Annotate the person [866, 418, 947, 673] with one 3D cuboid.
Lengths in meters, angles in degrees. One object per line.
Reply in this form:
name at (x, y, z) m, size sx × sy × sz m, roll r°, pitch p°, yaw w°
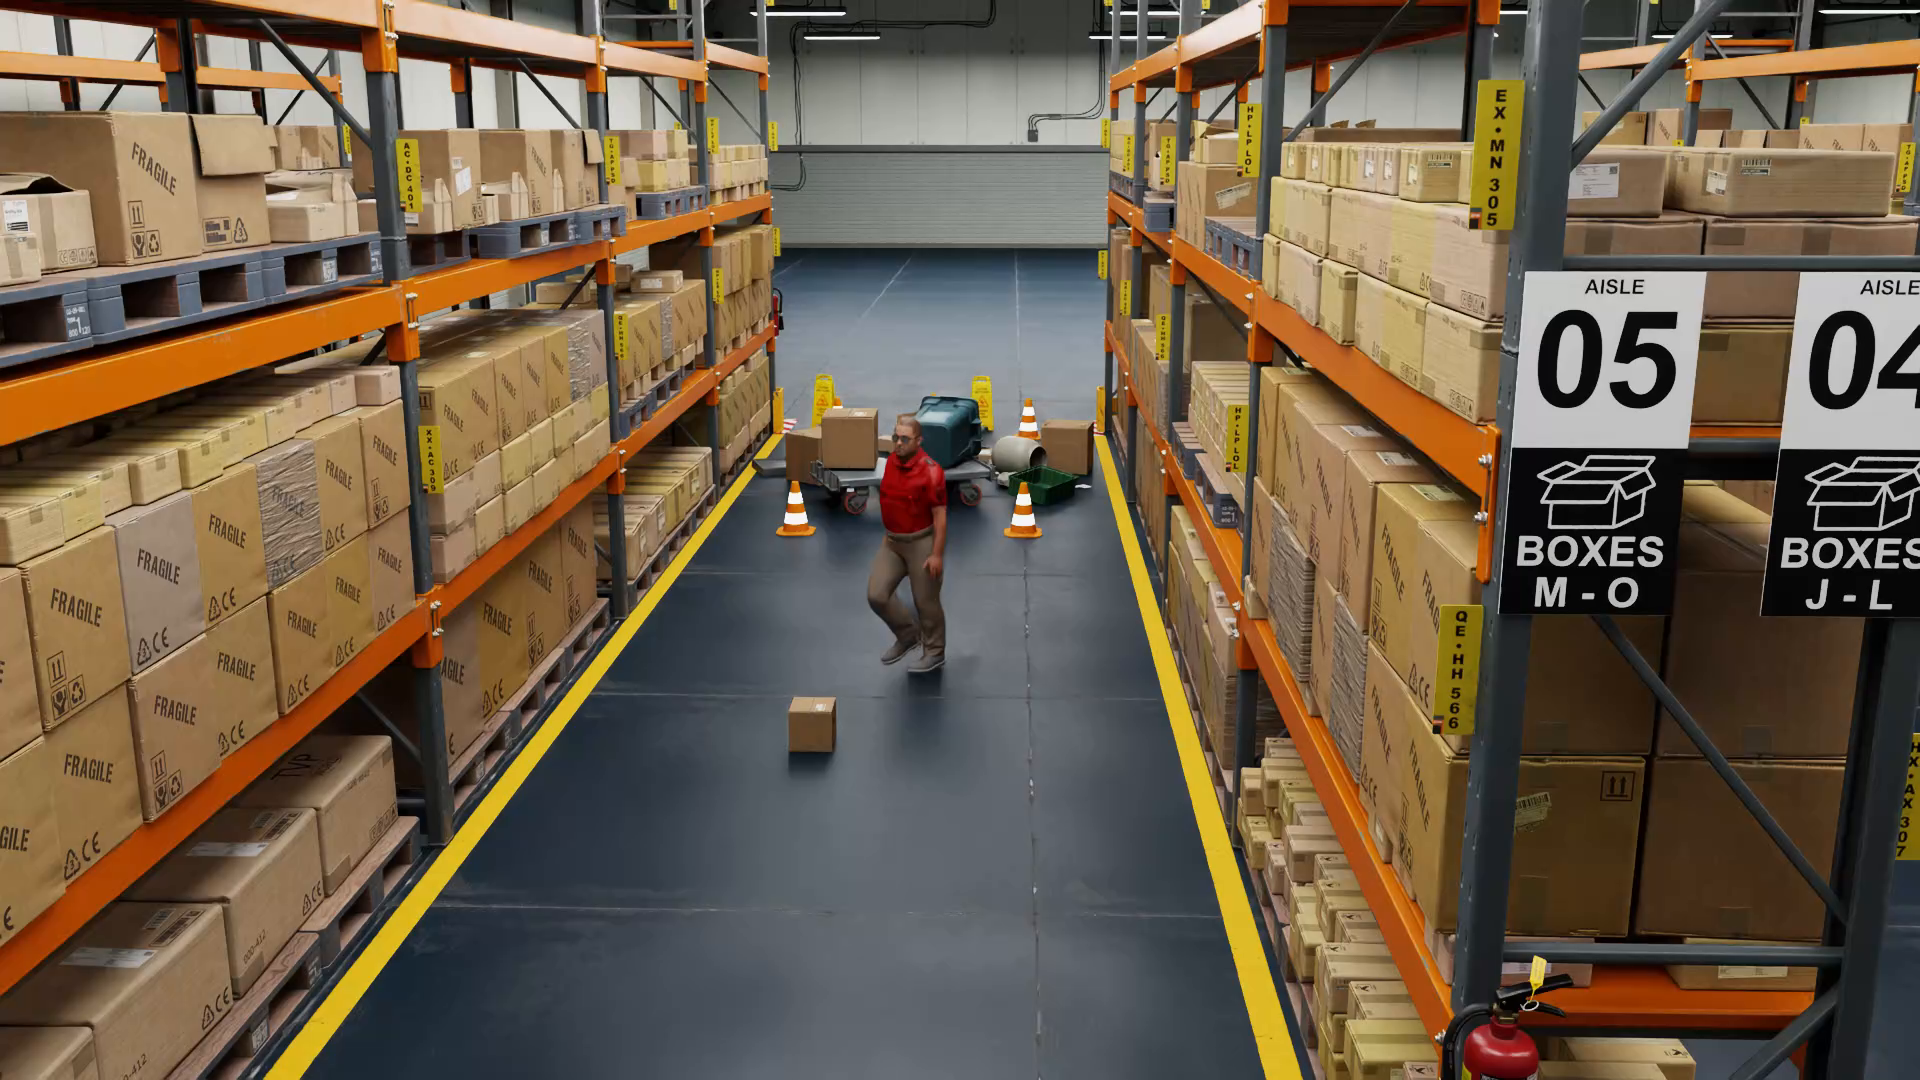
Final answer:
person at (-0.294, 0.040, 10.805) m, size 0.569 × 1.711 × 0.501 m, roll 12°, pitch 18°, yaw 41°
